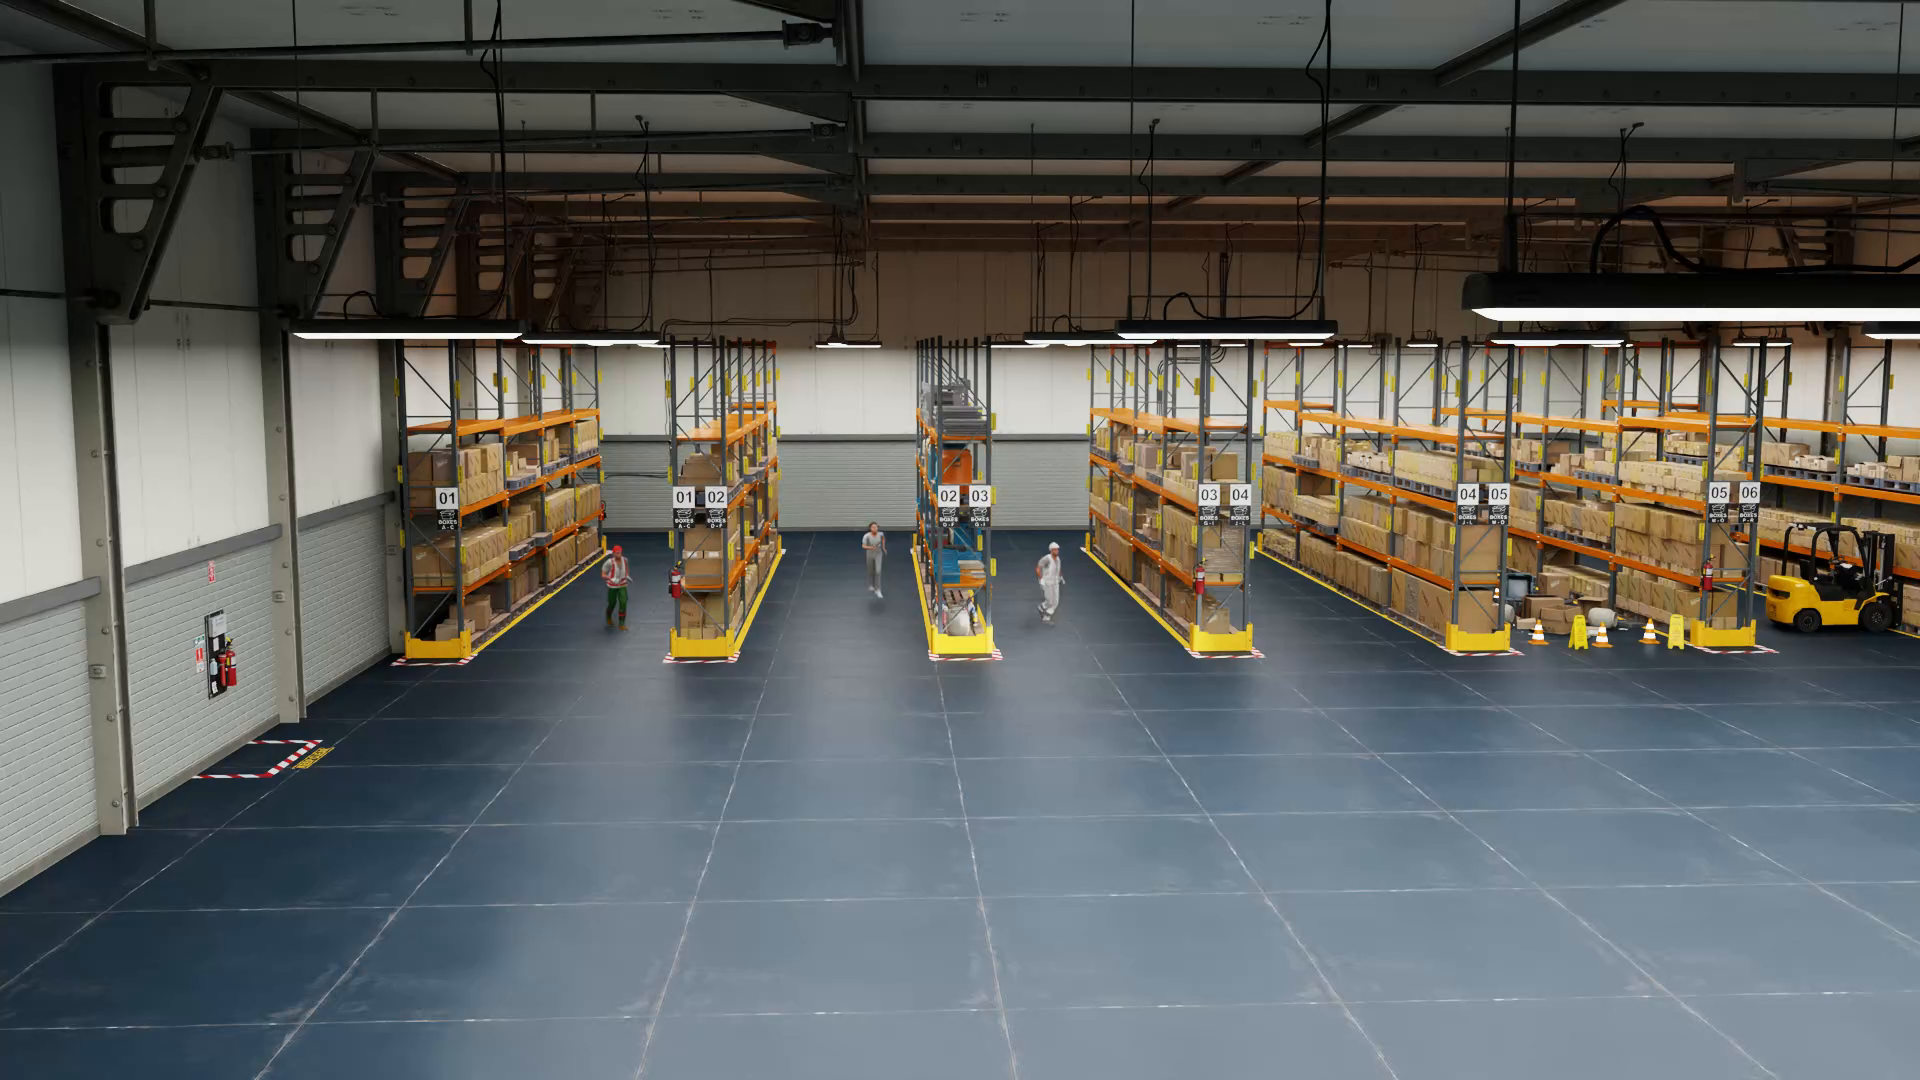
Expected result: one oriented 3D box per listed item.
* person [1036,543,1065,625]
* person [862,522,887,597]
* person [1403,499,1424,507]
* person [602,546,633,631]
[{"bbox_3d":[1.839,0.910,34.859,0.701,1.734,0.620,-5,8,-39],"label":"person"},{"bbox_3d":[-1.917,0.405,37.218,0.561,1.678,0.915,-1,7,-8],"label":"person"},{"bbox_3d":[13.391,-0.757,49.219,1.030,1.756,0.706,0,6,-1],"label":"person"},{"bbox_3d":[-7.087,0.964,34.263,0.678,1.753,0.960,-4,7,-28],"label":"person"}]
